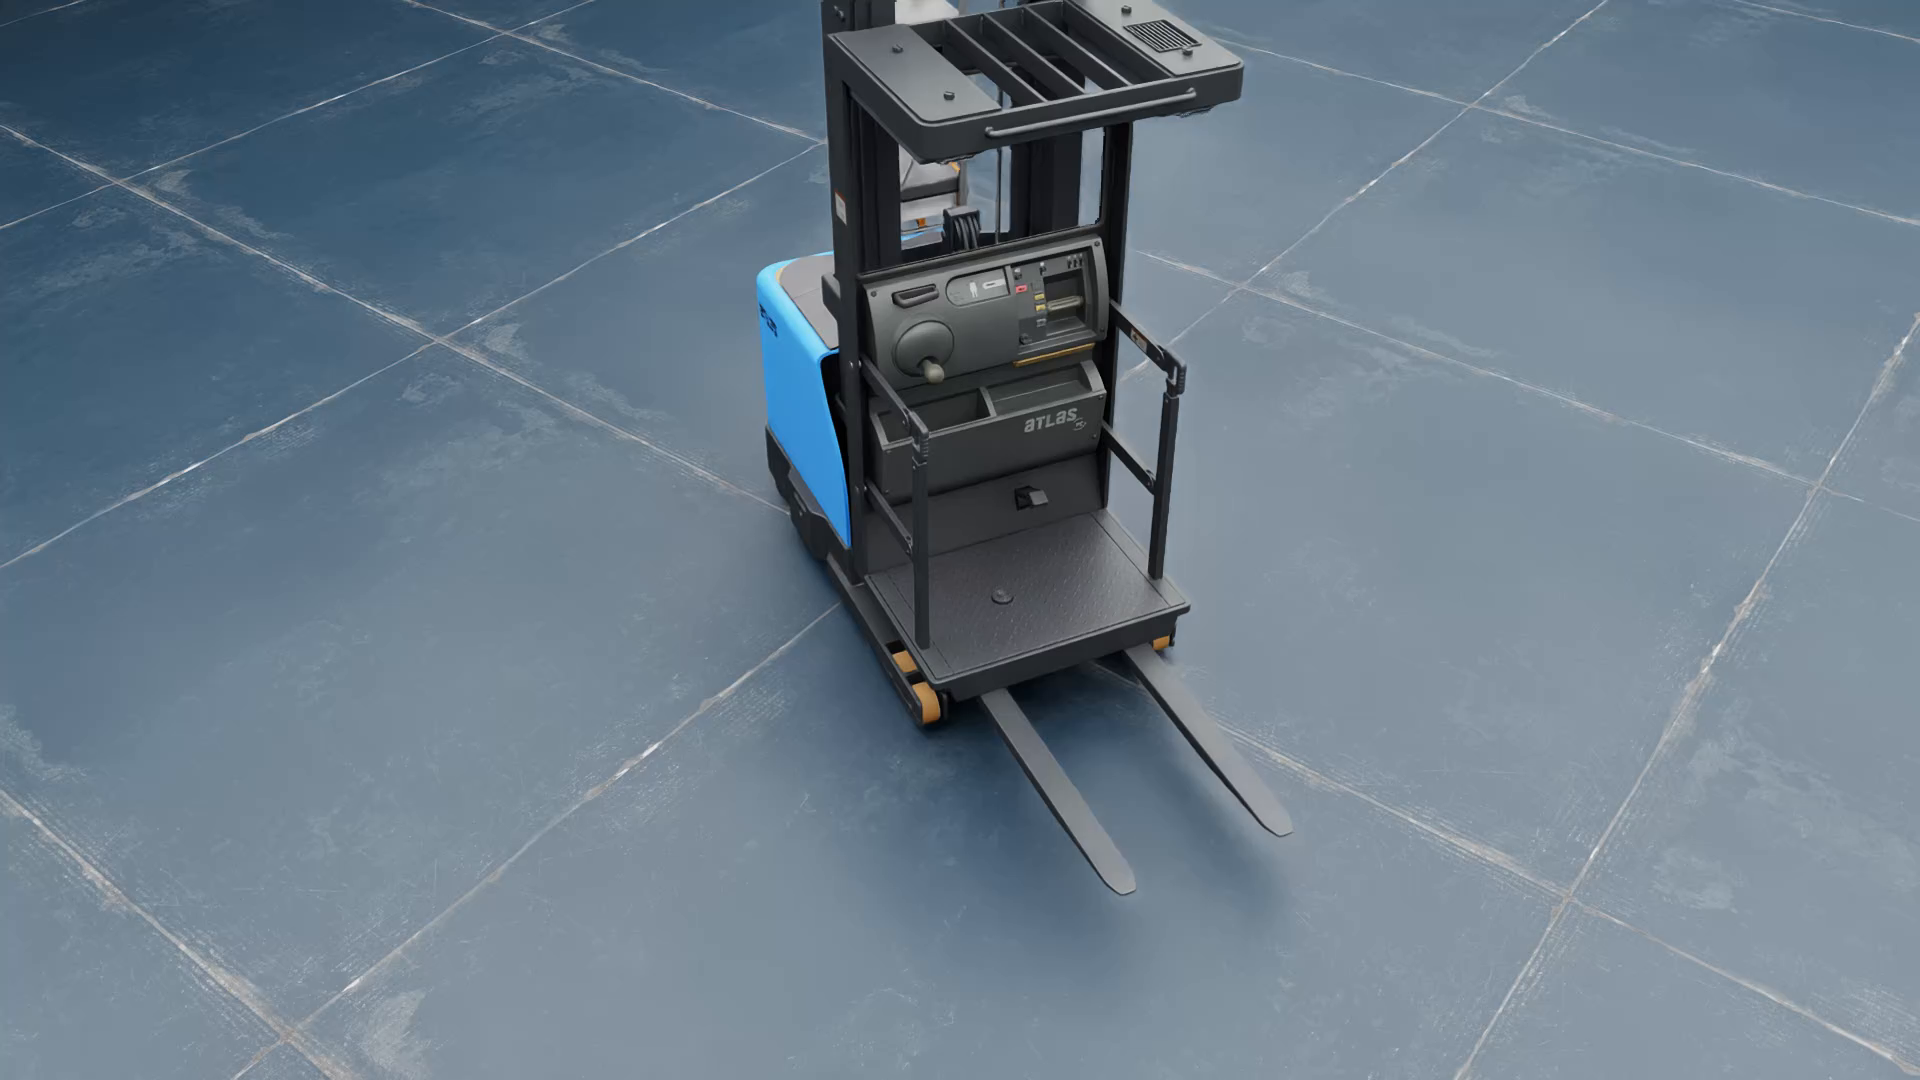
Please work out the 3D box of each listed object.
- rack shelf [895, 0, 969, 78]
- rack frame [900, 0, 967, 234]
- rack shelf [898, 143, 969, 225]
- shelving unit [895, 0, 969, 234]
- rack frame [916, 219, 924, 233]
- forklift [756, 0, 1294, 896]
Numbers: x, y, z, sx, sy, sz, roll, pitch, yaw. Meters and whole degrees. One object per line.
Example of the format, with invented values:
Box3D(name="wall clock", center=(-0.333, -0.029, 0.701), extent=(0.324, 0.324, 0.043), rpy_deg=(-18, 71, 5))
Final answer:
Box3D(name="rack shelf", center=(-0.256, -2.046, 7.047), extent=(0.431, 0.518, 0.480), rpy_deg=(-16, 41, -19))
Box3D(name="rack frame", center=(-0.156, -1.368, 7.295), extent=(0.400, 2.100, 0.015), rpy_deg=(-16, 41, -19))
Box3D(name="rack shelf", center=(-0.256, -1.495, 7.478), extent=(0.431, 0.518, 0.480), rpy_deg=(-16, 41, -19))
Box3D(name="shelving unit", center=(-0.256, -1.506, 7.470), extent=(0.431, 2.100, 0.503), rpy_deg=(-16, 41, -19))
Box3D(name="rack frame", center=(-0.356, -1.643, 7.645), extent=(0.400, 2.100, 0.015), rpy_deg=(-16, 41, -19))
Box3D(name="forklift", center=(0.200, -0.756, 5.838), extent=(1.130, 2.935, 3.031), rpy_deg=(-16, 41, -19))
